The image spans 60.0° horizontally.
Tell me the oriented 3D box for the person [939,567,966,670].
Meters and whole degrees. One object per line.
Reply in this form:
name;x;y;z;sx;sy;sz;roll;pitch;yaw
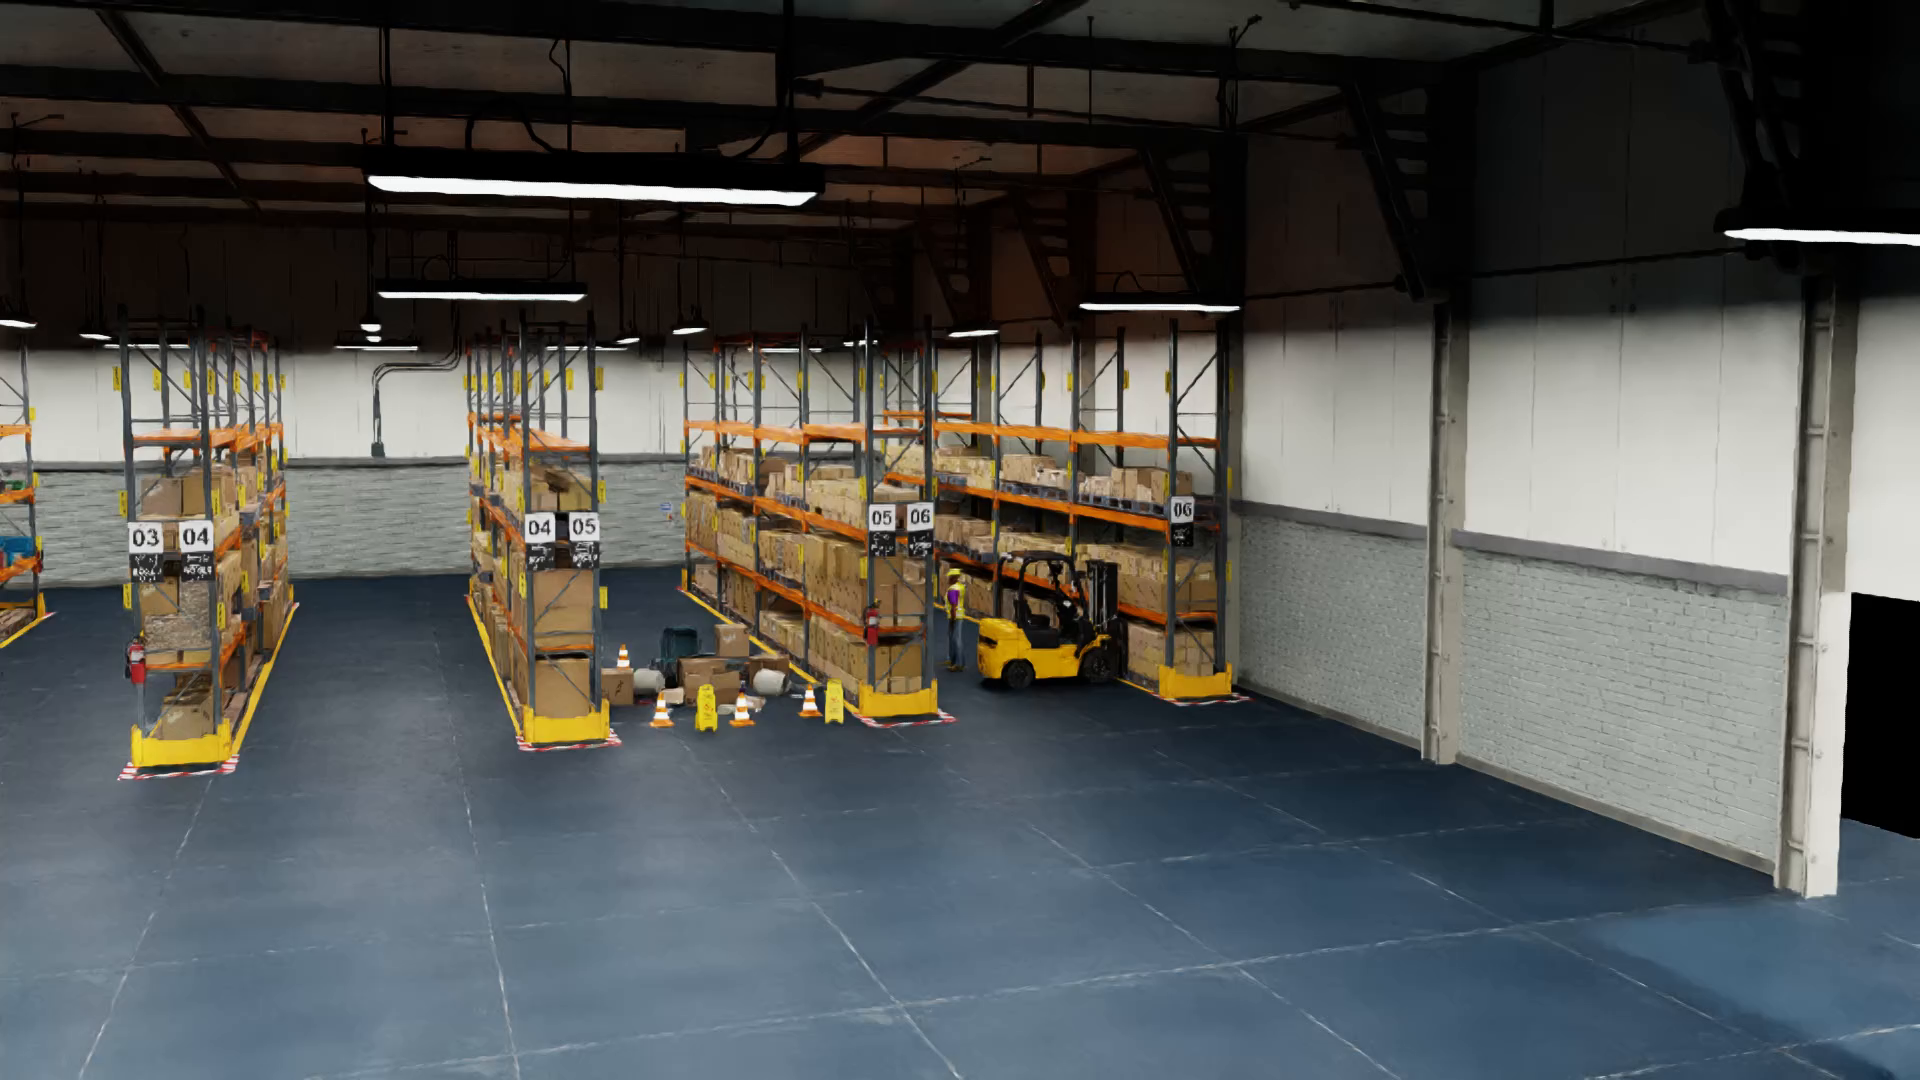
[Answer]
person;-0.138;1.359;29.004;0.497;1.765;0.625;1;6;11
